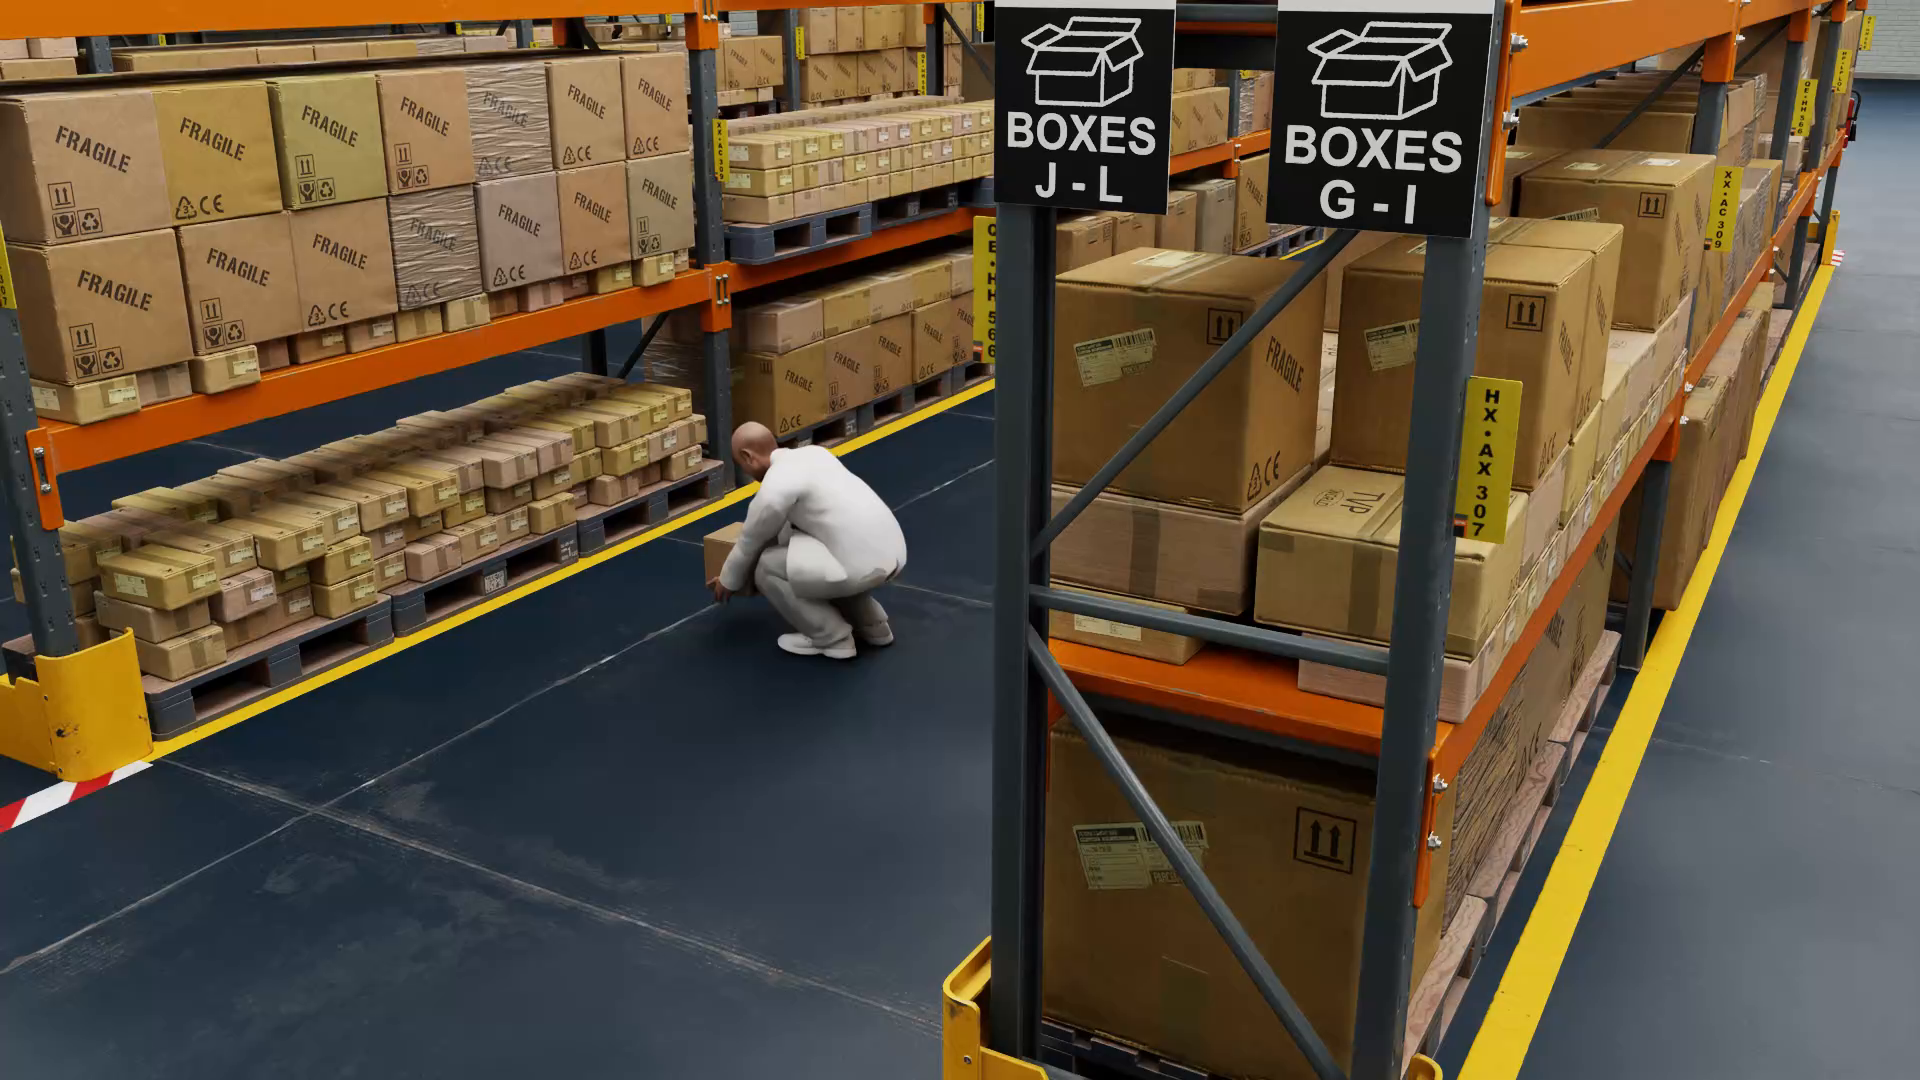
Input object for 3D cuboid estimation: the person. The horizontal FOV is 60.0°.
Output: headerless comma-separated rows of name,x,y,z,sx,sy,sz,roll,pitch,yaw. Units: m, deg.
person,-0.674,-0.018,7.336,0.923,1.003,0.584,10,22,27
